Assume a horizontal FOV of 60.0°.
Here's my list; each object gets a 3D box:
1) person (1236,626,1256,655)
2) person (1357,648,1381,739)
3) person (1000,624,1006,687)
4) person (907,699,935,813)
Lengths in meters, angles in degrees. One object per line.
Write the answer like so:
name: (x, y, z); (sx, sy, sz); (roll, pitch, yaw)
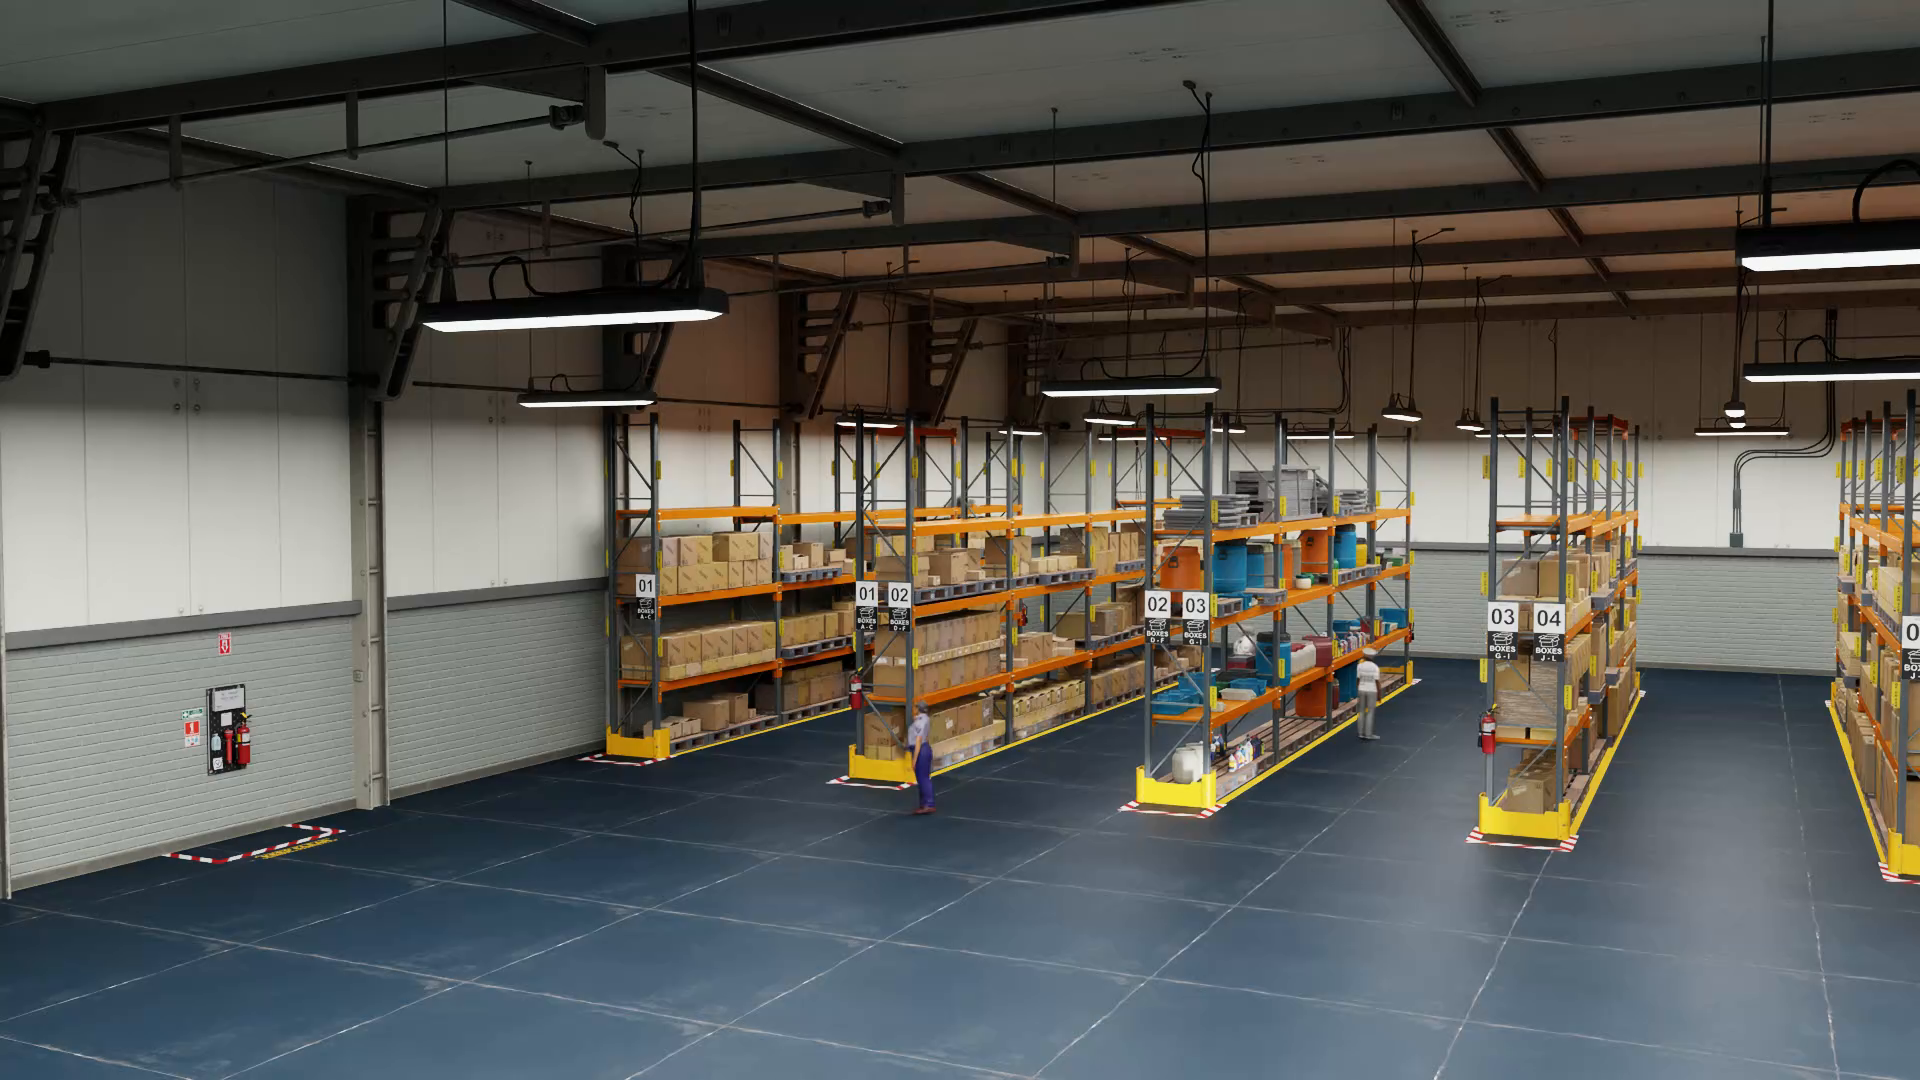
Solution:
person: (6.162, 2.664, 35.859); (0.438, 1.650, 0.528); (0, 2, 4)
person: (7.616, 2.855, 30.935); (0.461, 1.699, 0.369); (2, 3, 44)
person: (0.933, 2.650, 35.883); (0.385, 1.692, 0.542); (1, 3, 23)
person: (-0.563, 3.174, 24.296); (0.411, 1.664, 0.585); (0, 2, 2)
